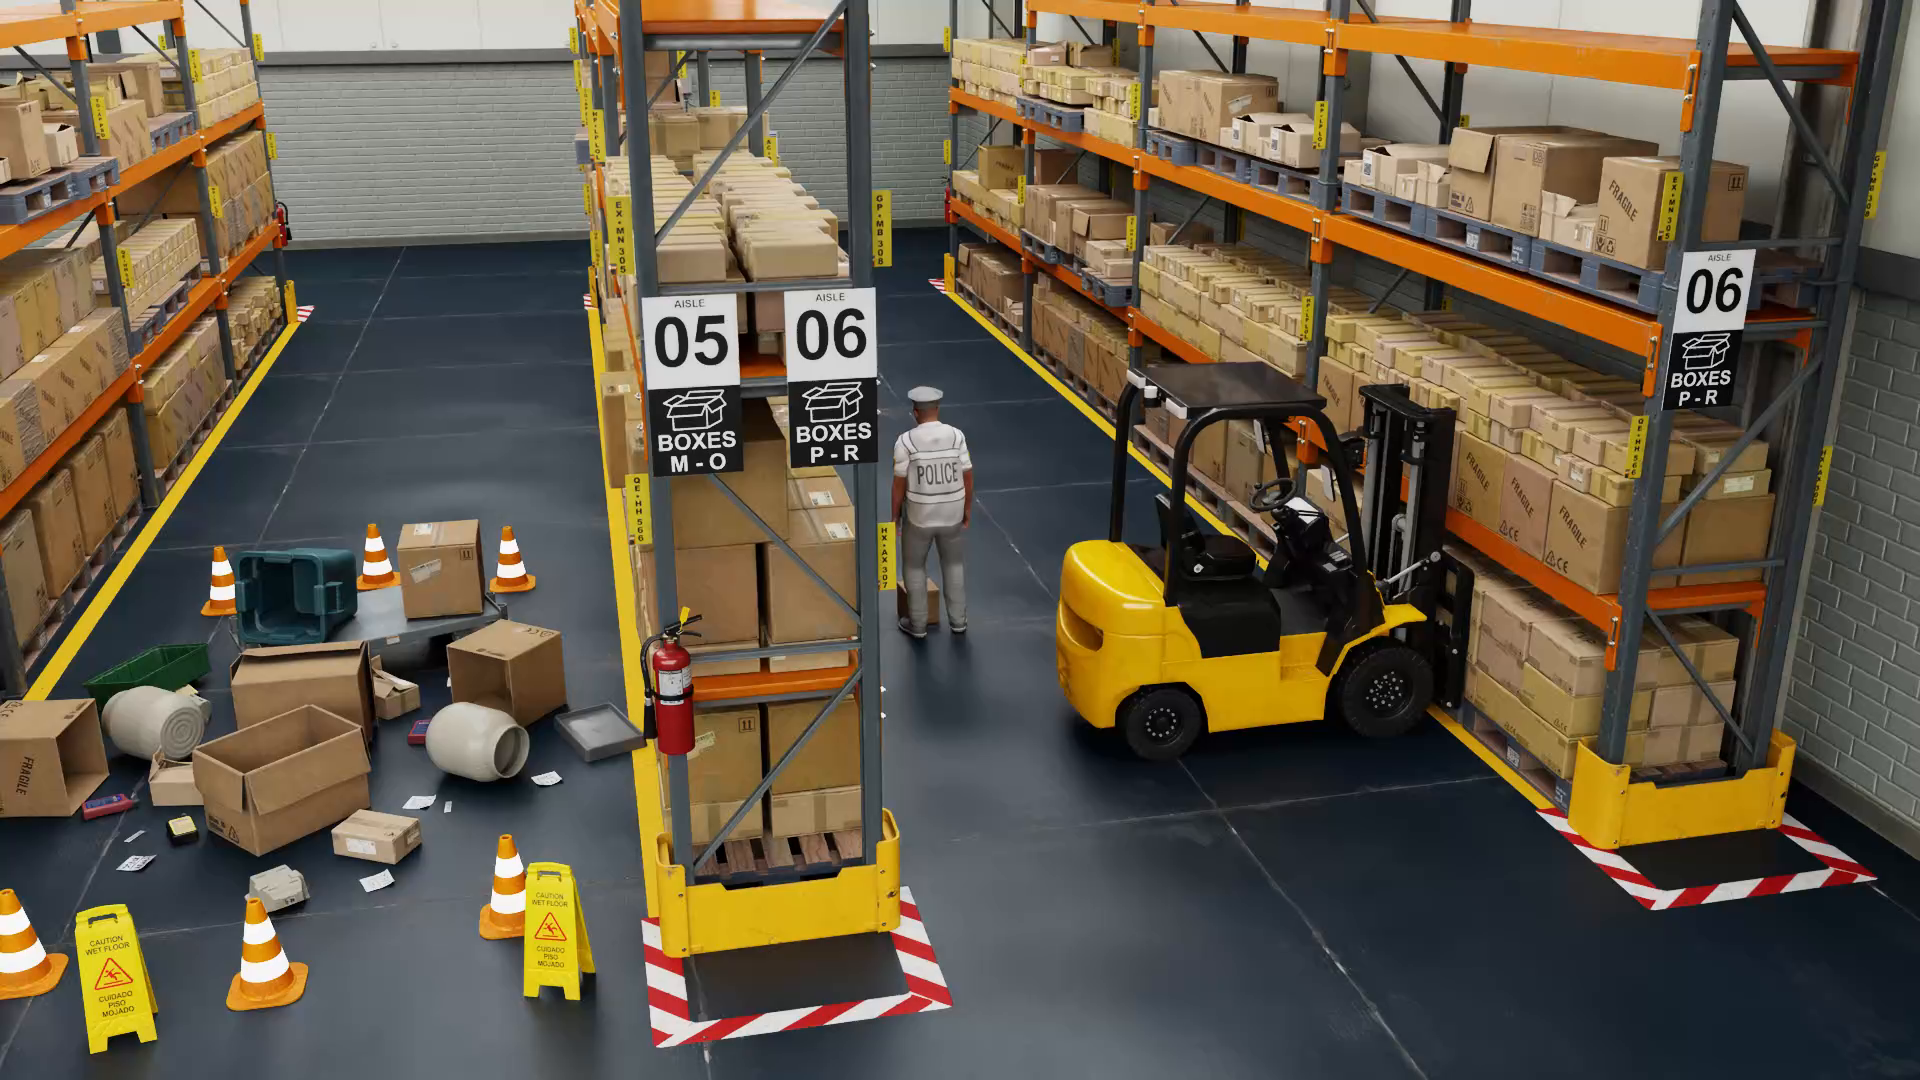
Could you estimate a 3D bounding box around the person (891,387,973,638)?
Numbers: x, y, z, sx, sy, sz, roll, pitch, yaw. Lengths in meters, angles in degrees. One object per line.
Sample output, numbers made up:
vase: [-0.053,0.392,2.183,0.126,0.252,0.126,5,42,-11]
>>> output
person: [-0.193,-0.176,11.555,0.587,1.748,0.442,-6,20,-16]
